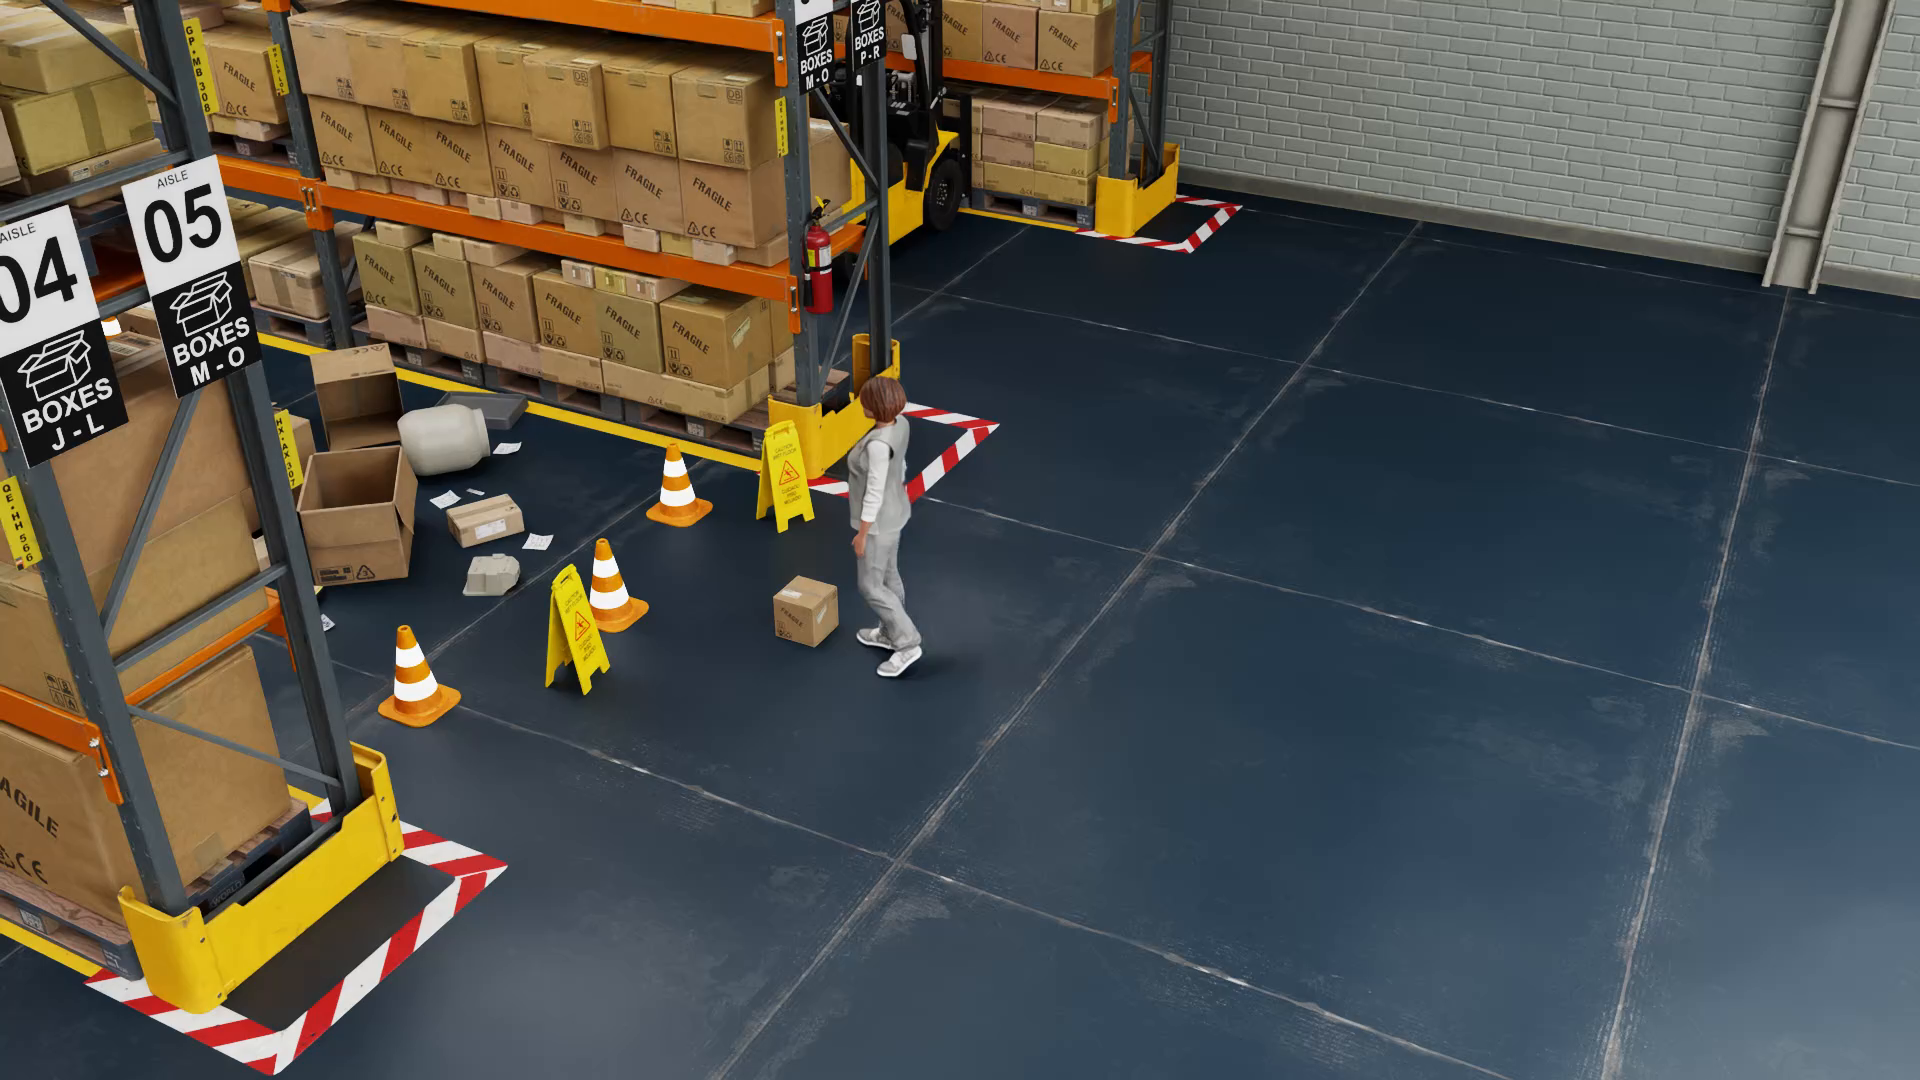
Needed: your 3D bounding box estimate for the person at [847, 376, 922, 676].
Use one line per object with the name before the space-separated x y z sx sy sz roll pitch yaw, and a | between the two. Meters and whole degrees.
person | -0.379 -0.087 8.406 0.398 1.593 0.466 7 31 11
